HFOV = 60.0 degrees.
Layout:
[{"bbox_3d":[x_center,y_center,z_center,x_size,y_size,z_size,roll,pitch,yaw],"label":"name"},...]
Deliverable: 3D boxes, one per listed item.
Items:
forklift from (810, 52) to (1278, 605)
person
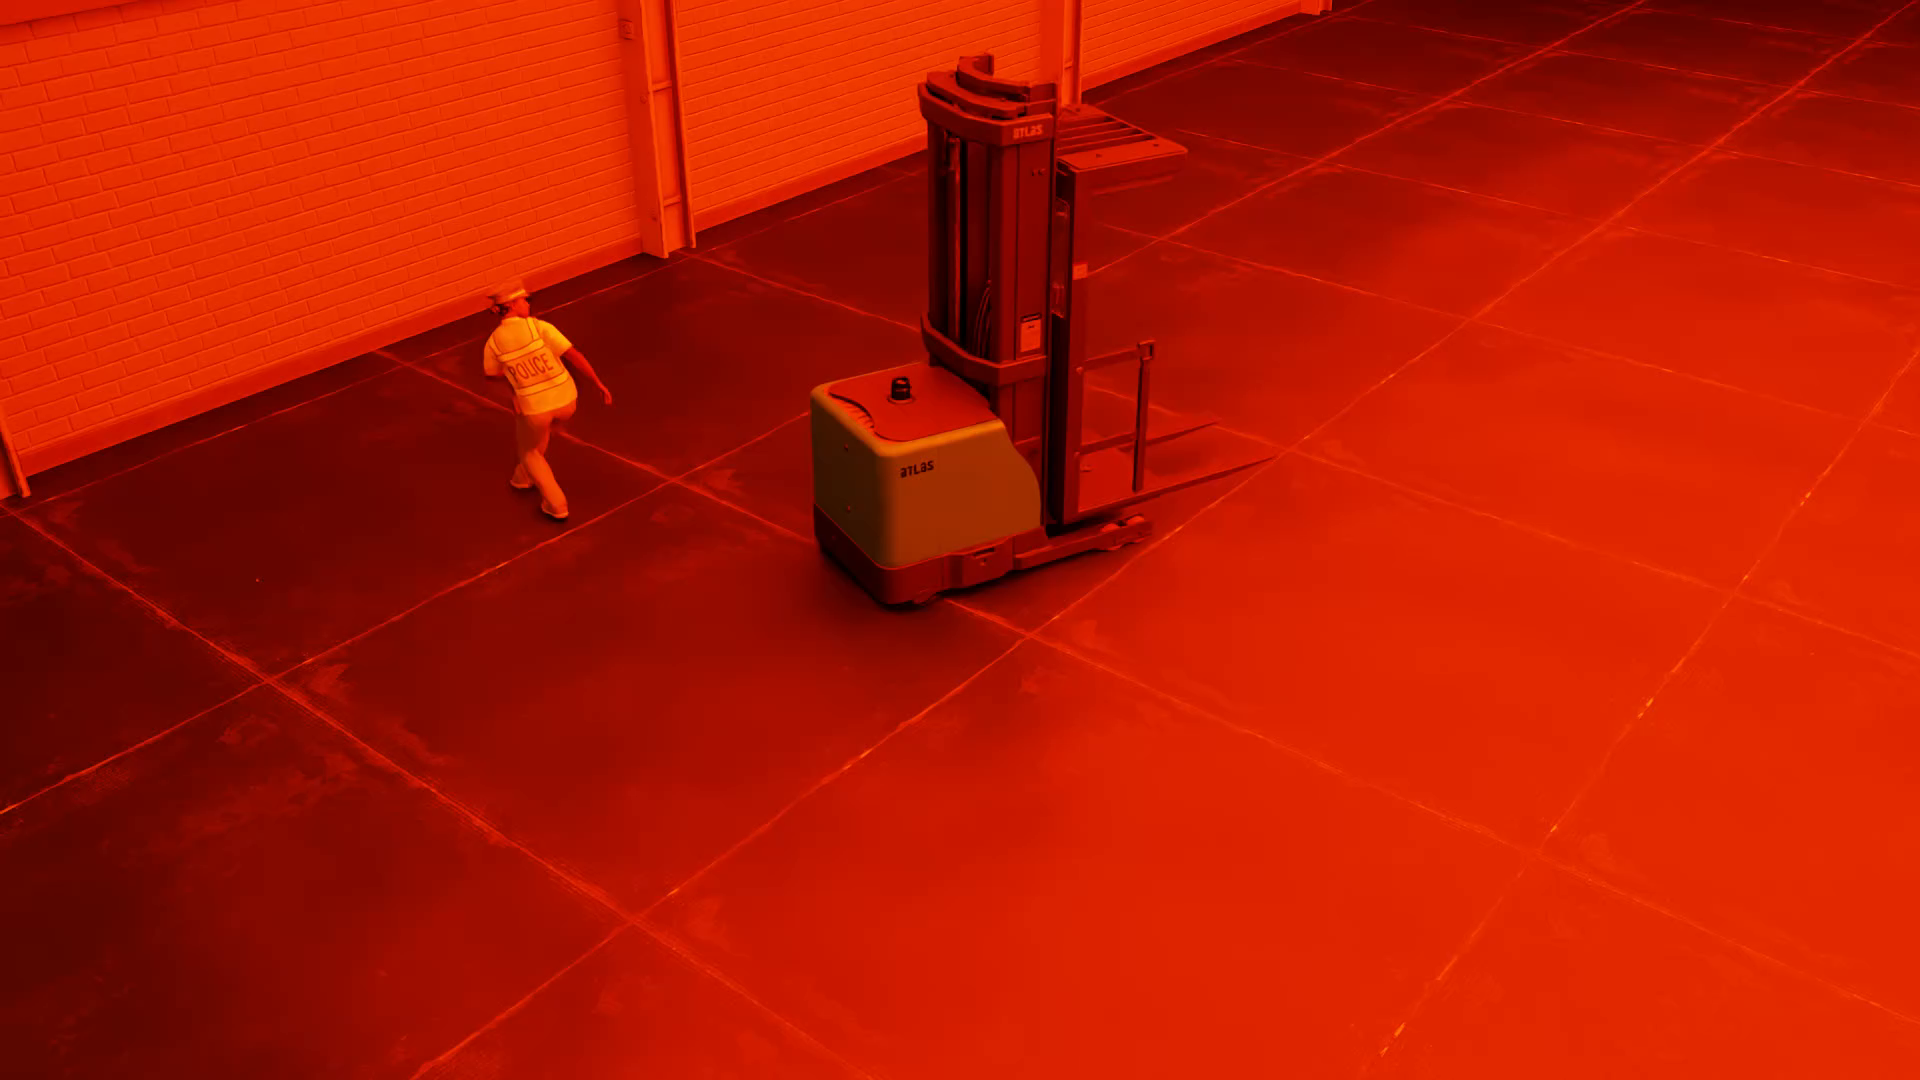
[{"bbox_3d":[0.628,-1.414,10.014,3.031,2.935,1.130,-16,34,-25],"label":"forklift"},{"bbox_3d":[-2.666,-0.959,10.638,0.693,1.534,0.754,-15,34,-24],"label":"person"}]
